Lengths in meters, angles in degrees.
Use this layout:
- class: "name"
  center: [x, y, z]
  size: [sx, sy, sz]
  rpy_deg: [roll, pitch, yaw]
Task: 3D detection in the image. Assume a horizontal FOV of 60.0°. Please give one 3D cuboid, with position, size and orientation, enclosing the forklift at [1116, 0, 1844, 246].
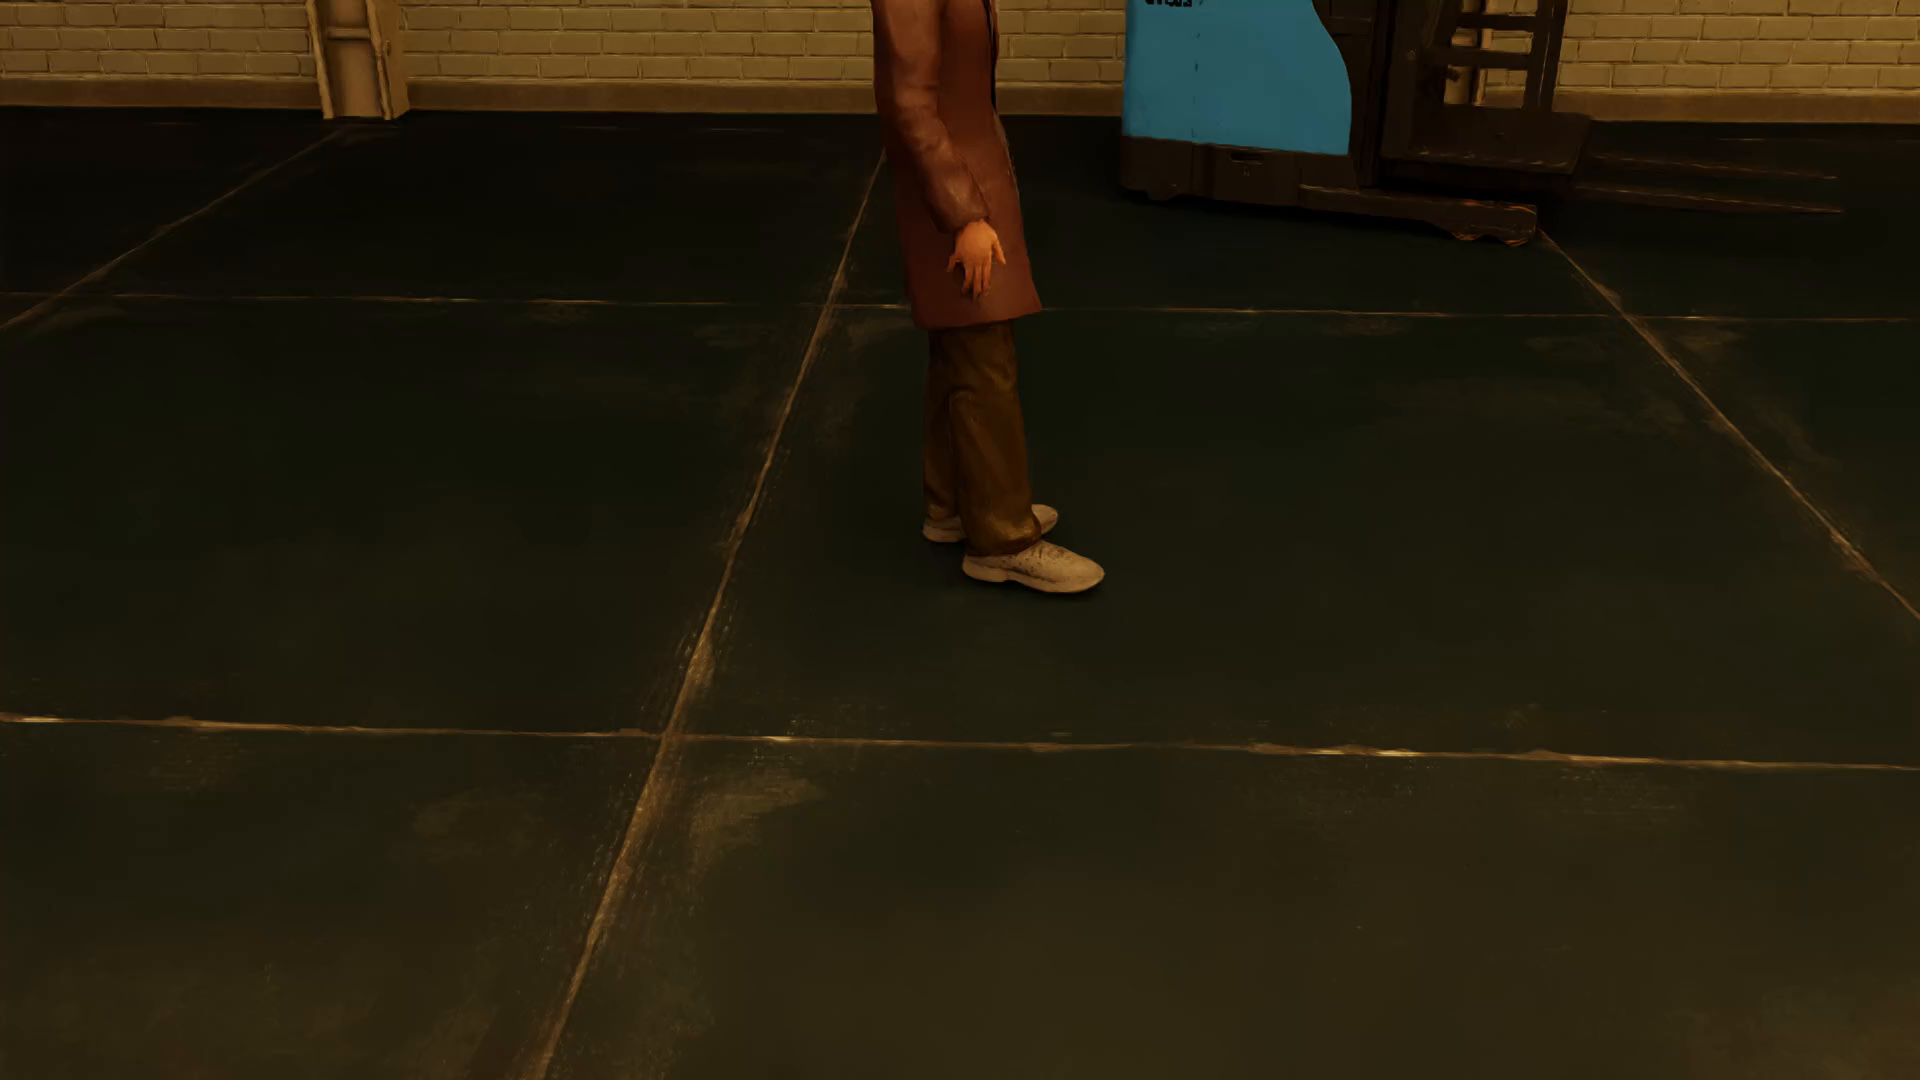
- class: "forklift"
  center: [2.289, -2.828, 6.943]
  size: [3.031, 2.935, 1.130]
  rpy_deg: [10, 28, 20]

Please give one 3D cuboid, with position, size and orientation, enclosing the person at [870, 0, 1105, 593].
- class: "person"
  center: [0.091, -0.799, 4.117]
  size: [0.580, 1.776, 0.694]
  rpy_deg: [1, 26, 2]
